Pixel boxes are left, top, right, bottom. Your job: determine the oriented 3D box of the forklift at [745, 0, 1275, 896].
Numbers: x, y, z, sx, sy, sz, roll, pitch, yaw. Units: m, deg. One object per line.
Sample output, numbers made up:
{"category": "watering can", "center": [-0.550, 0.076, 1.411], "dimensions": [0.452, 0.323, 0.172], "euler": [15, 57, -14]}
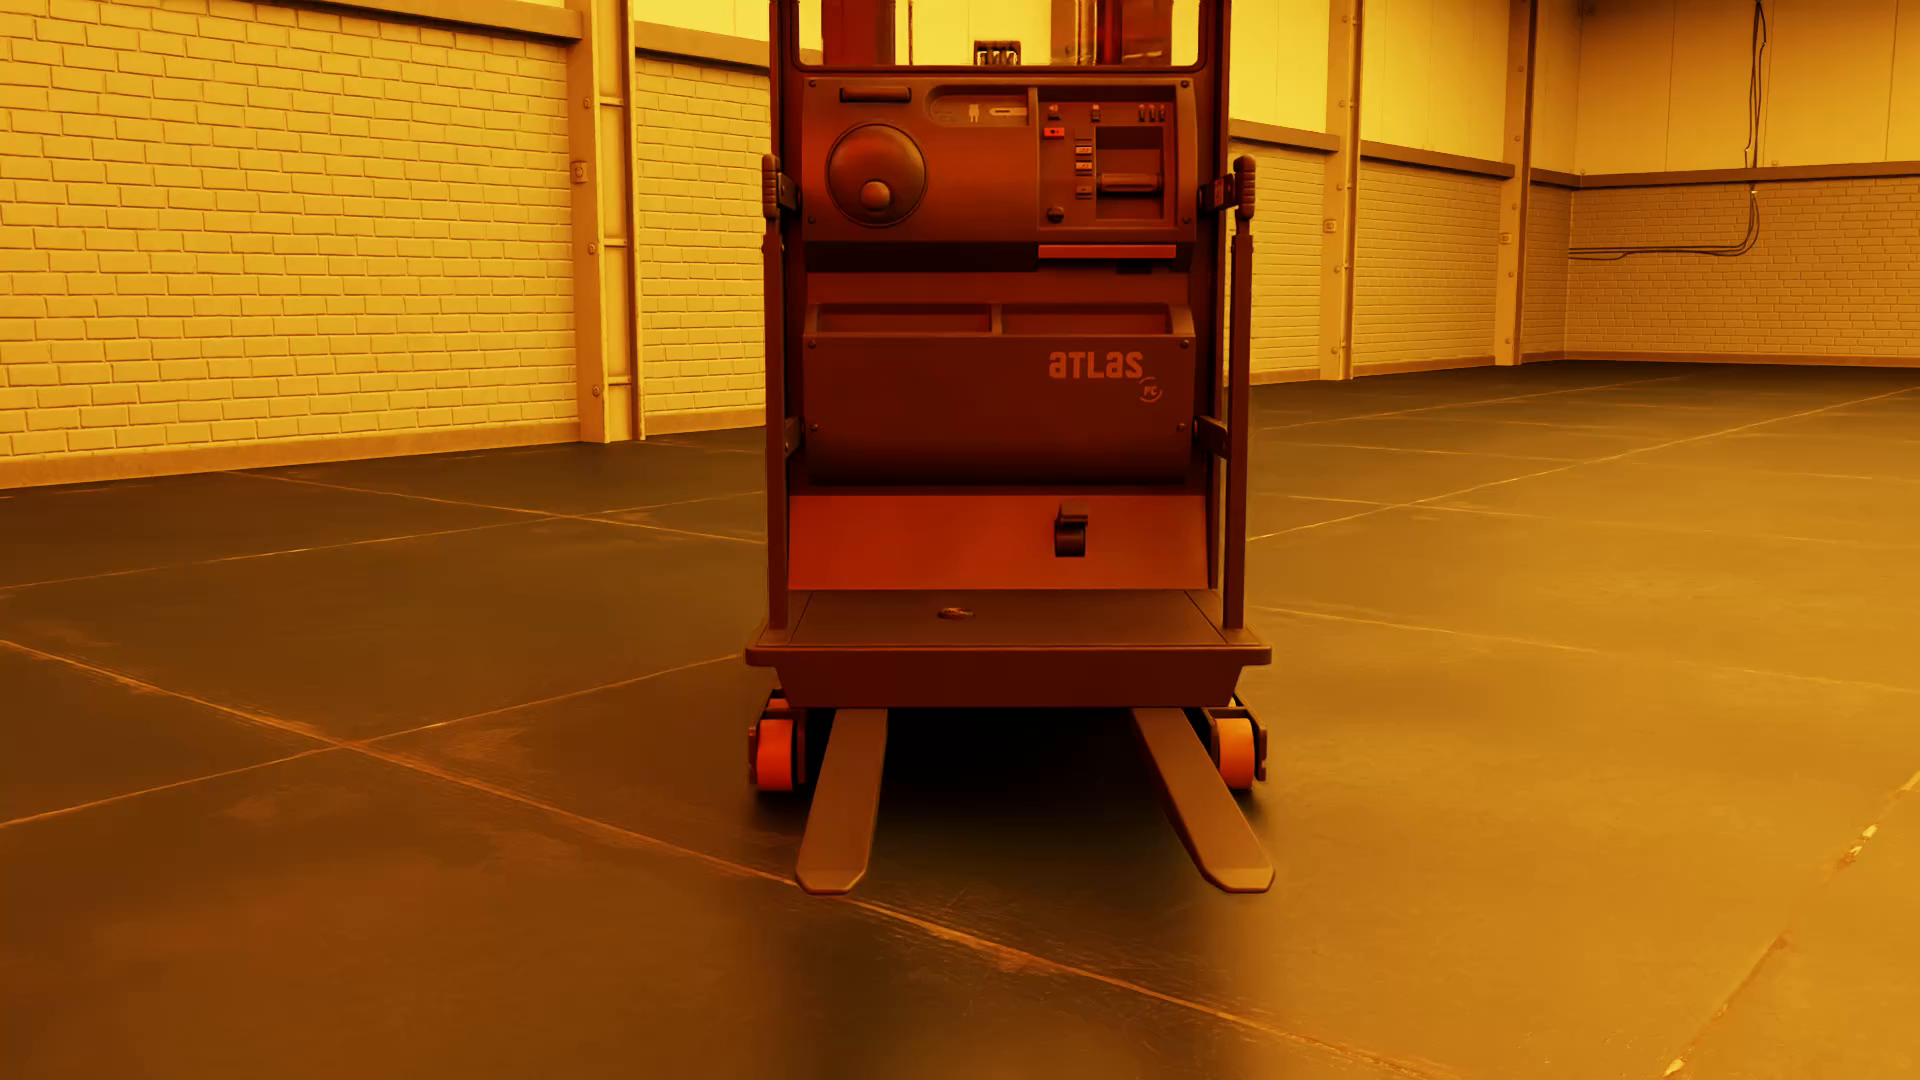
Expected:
{"category": "forklift", "center": [0.097, -0.942, 3.722], "dimensions": [1.130, 2.935, 3.031], "euler": [0, 8, -1]}
